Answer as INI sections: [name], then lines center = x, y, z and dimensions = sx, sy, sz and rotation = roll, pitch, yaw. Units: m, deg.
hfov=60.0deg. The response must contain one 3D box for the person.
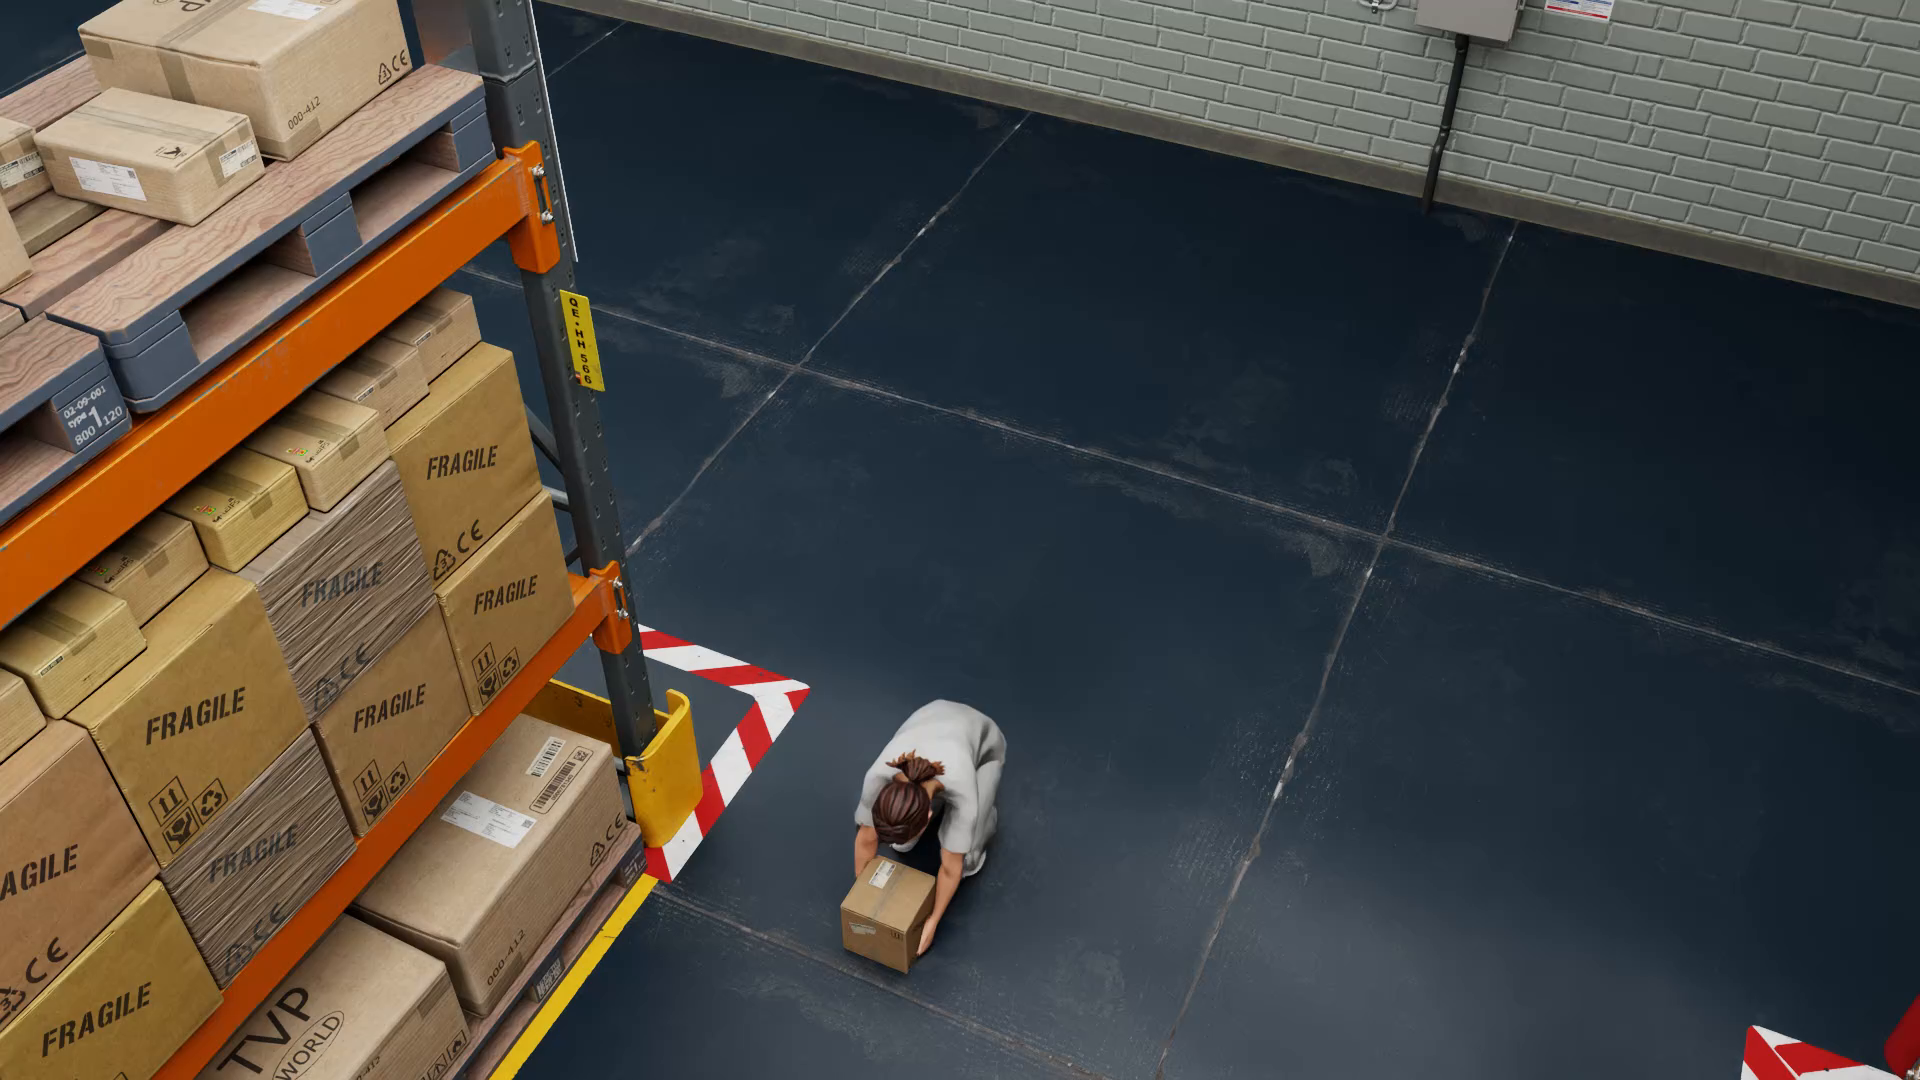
[person]
center = -0.108, 0.911, 5.833
dimensions = 0.478, 0.804, 0.807
rotation = 17, 45, 18
